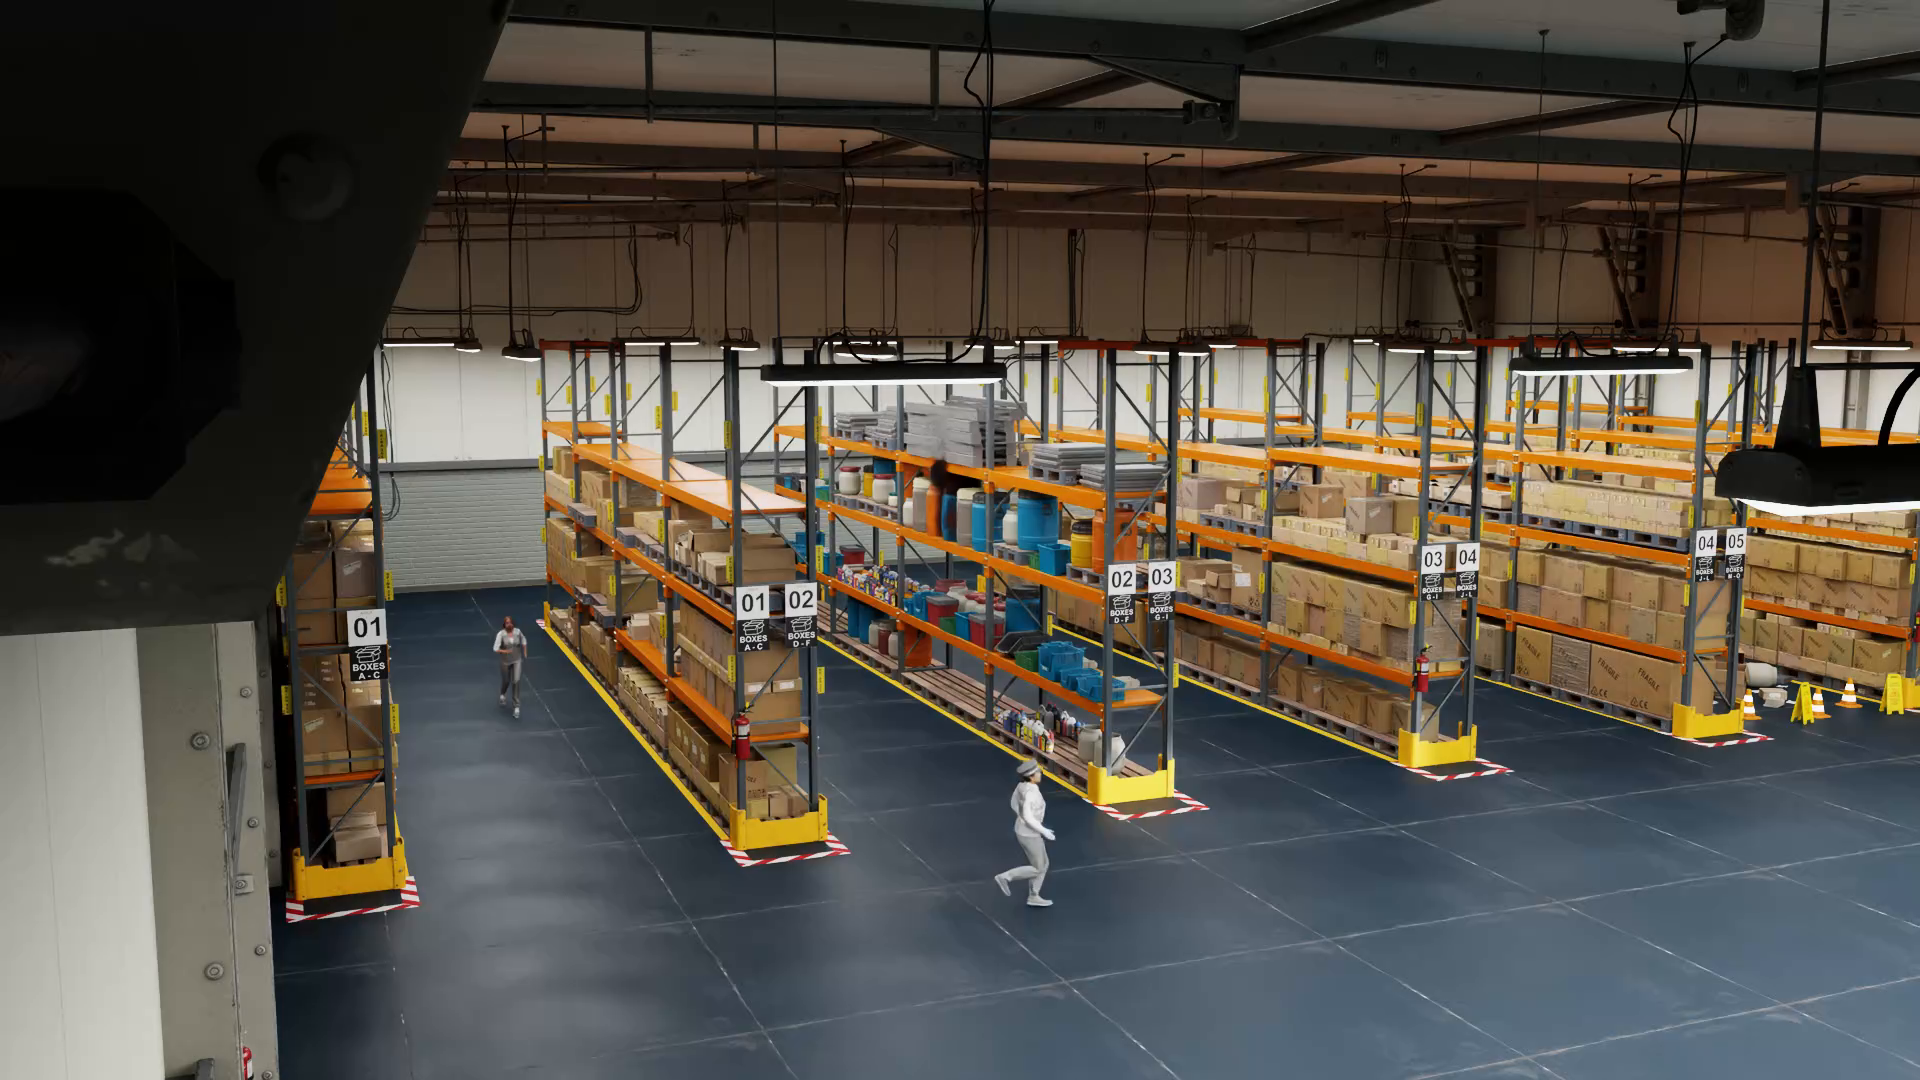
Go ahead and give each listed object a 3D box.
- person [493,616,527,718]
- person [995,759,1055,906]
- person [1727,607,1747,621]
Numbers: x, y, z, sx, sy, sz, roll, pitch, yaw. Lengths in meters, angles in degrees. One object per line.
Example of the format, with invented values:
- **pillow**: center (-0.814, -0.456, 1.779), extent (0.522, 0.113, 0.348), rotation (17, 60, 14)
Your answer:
- **person**: center (-7.328, 2.020, 27.113), extent (0.535, 1.616, 0.861), rotation (-3, 8, -19)
- **person**: center (0.685, 3.186, 18.059), extent (0.652, 1.651, 0.629), rotation (-1, 7, -7)
- **person**: center (15.807, 1.232, 33.767), extent (0.631, 1.468, 0.789), rotation (-6, 10, -40)
